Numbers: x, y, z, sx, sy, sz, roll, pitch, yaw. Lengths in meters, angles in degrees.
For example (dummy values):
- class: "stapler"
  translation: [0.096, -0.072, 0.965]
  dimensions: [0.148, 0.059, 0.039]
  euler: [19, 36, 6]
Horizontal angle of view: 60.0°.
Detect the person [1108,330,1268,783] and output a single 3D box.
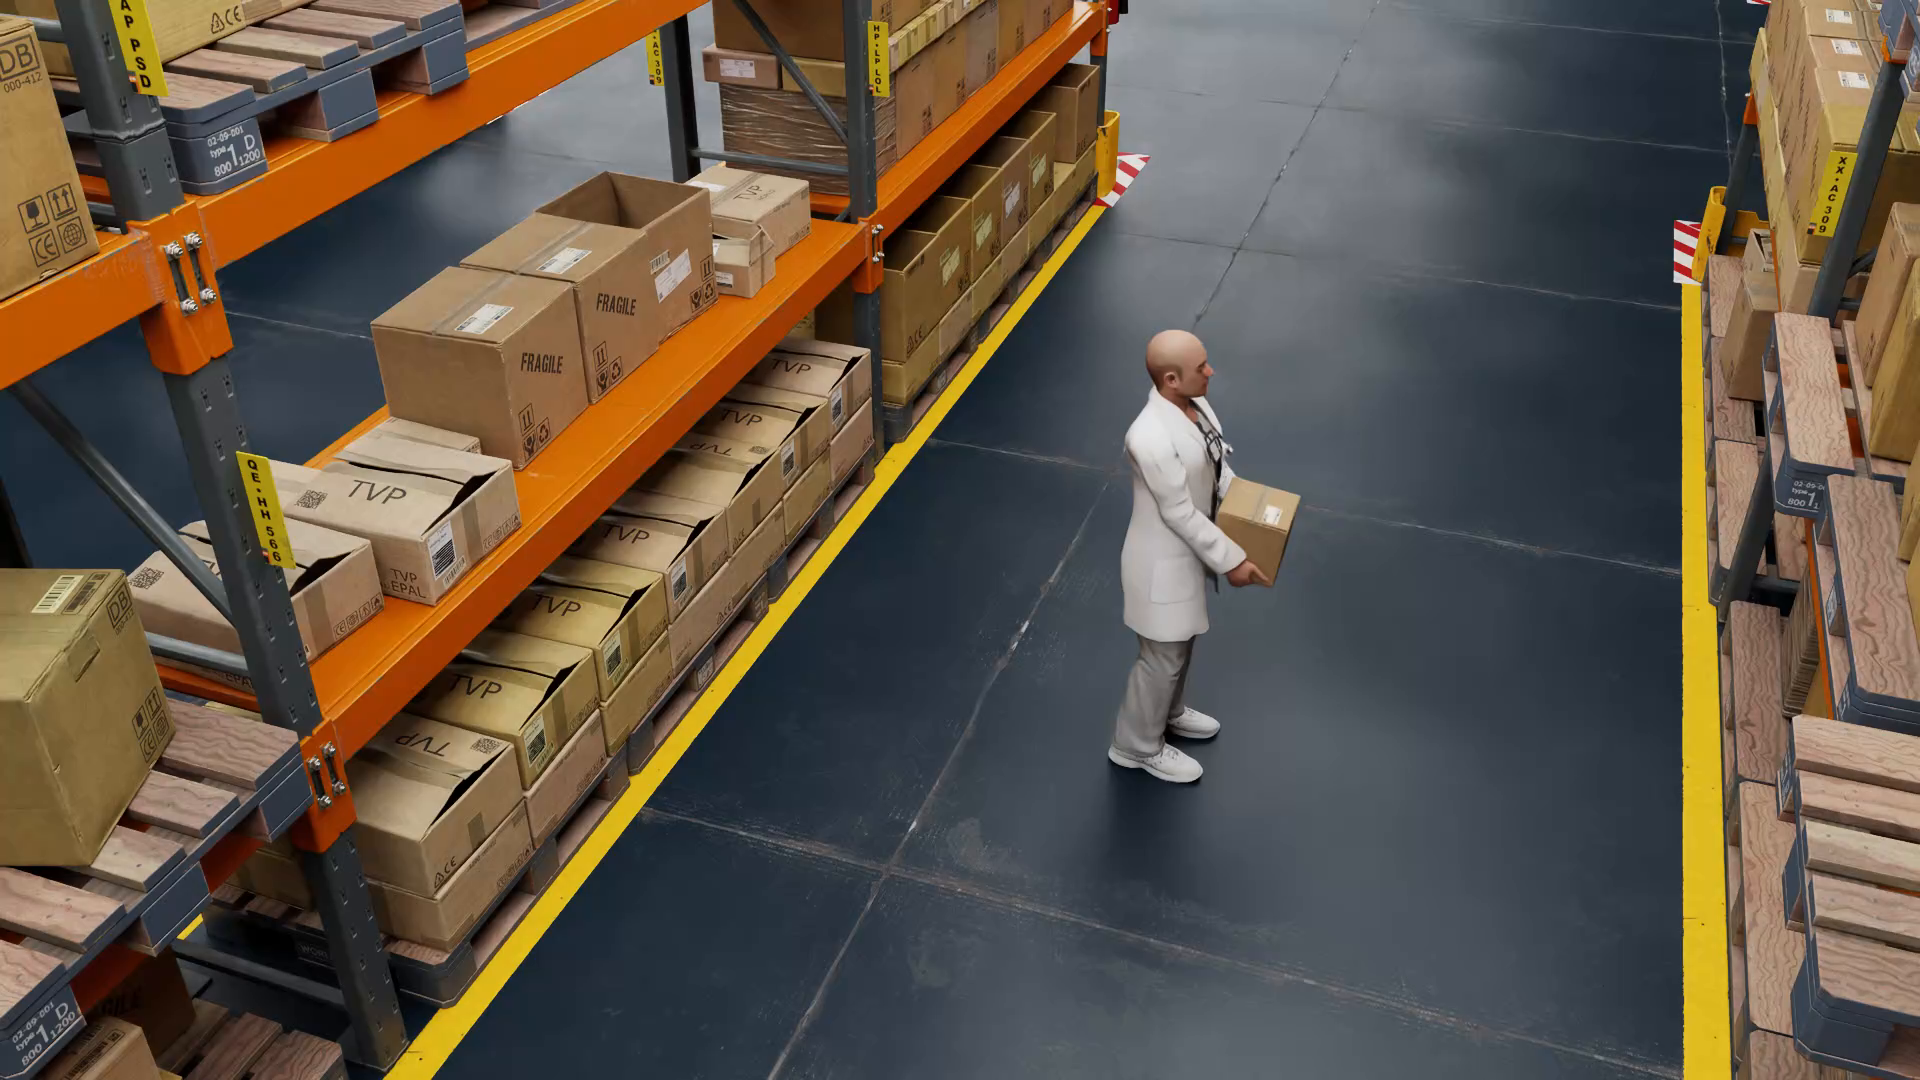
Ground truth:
- class: "person"
  translation: [0.867, 0.081, 6.031]
  dimensions: [0.543, 1.778, 0.513]
  euler: [11, 34, 17]
